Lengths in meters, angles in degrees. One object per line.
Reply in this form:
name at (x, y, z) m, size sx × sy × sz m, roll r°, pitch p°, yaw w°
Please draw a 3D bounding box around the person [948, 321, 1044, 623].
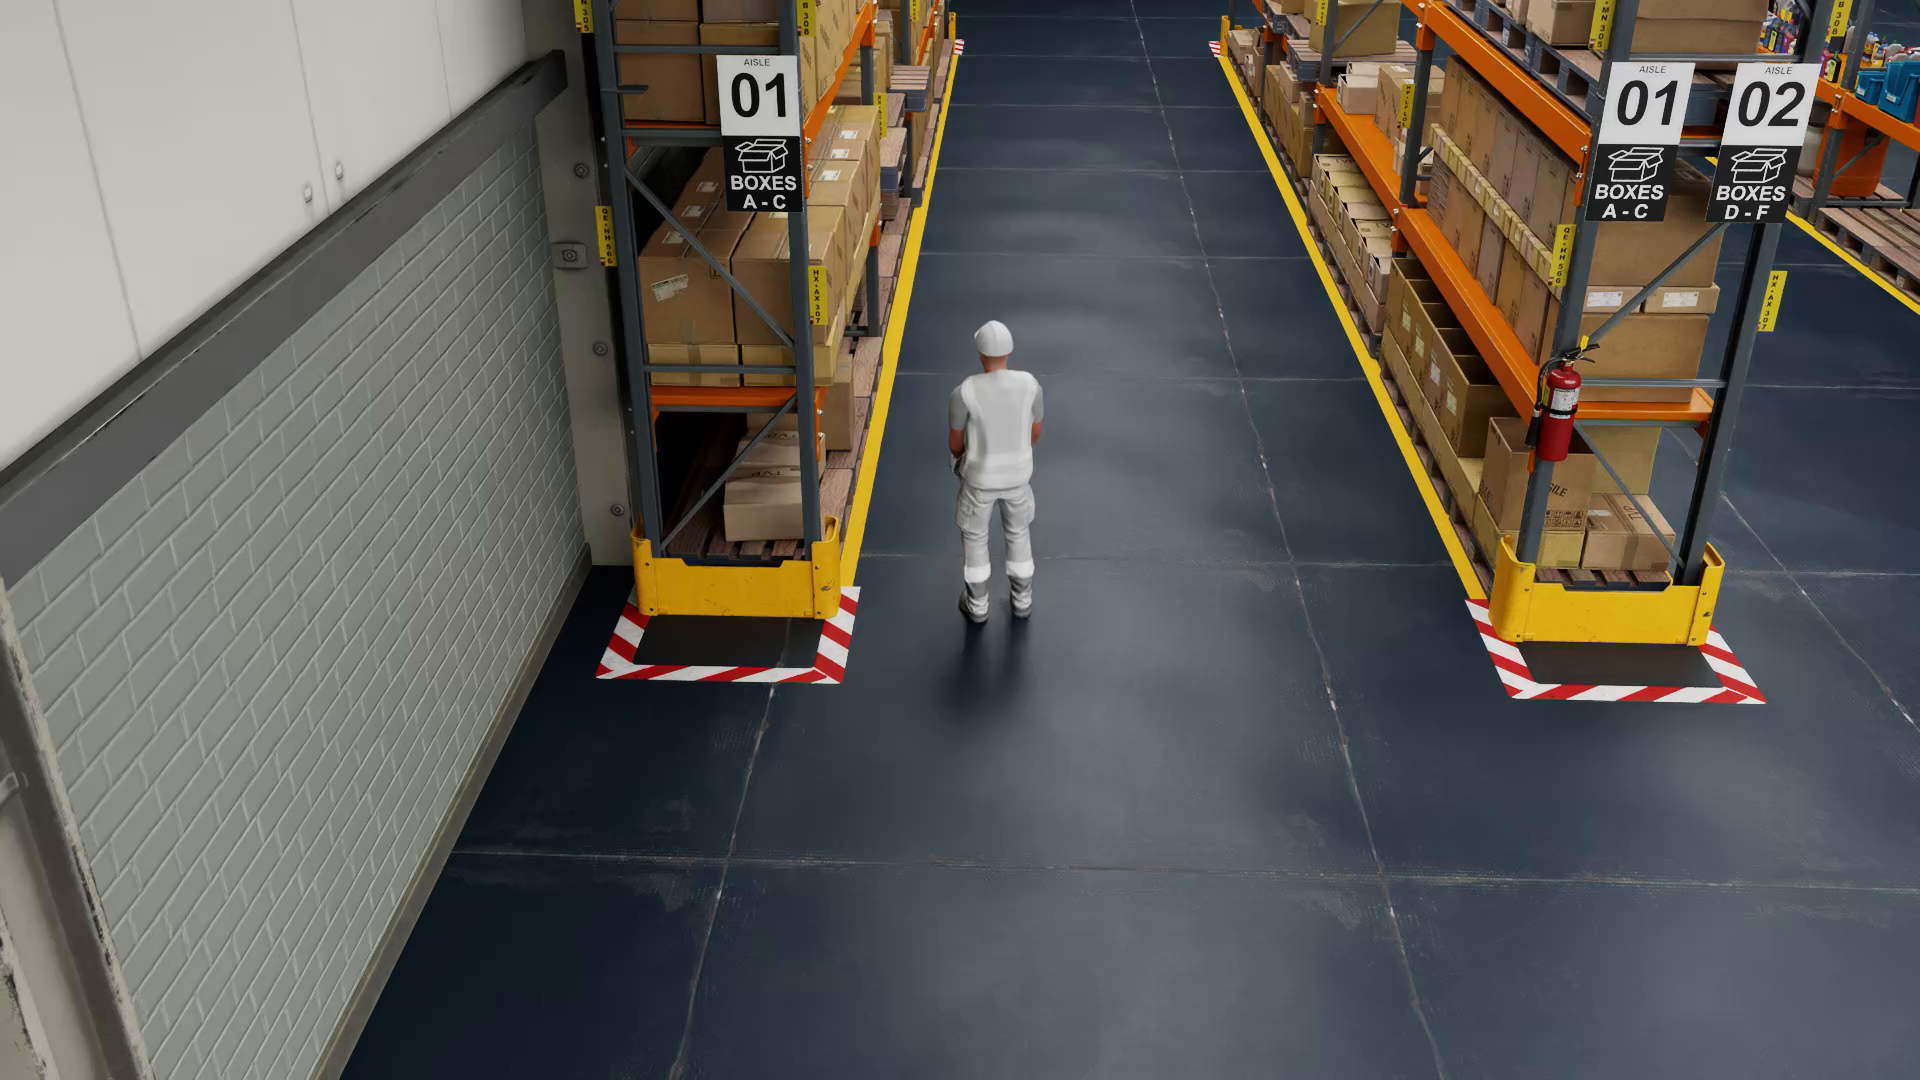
person at (0.186, -0.382, 9.320) m, size 0.534 × 1.792 × 0.462 m, roll -6°, pitch 28°, yaw -11°
